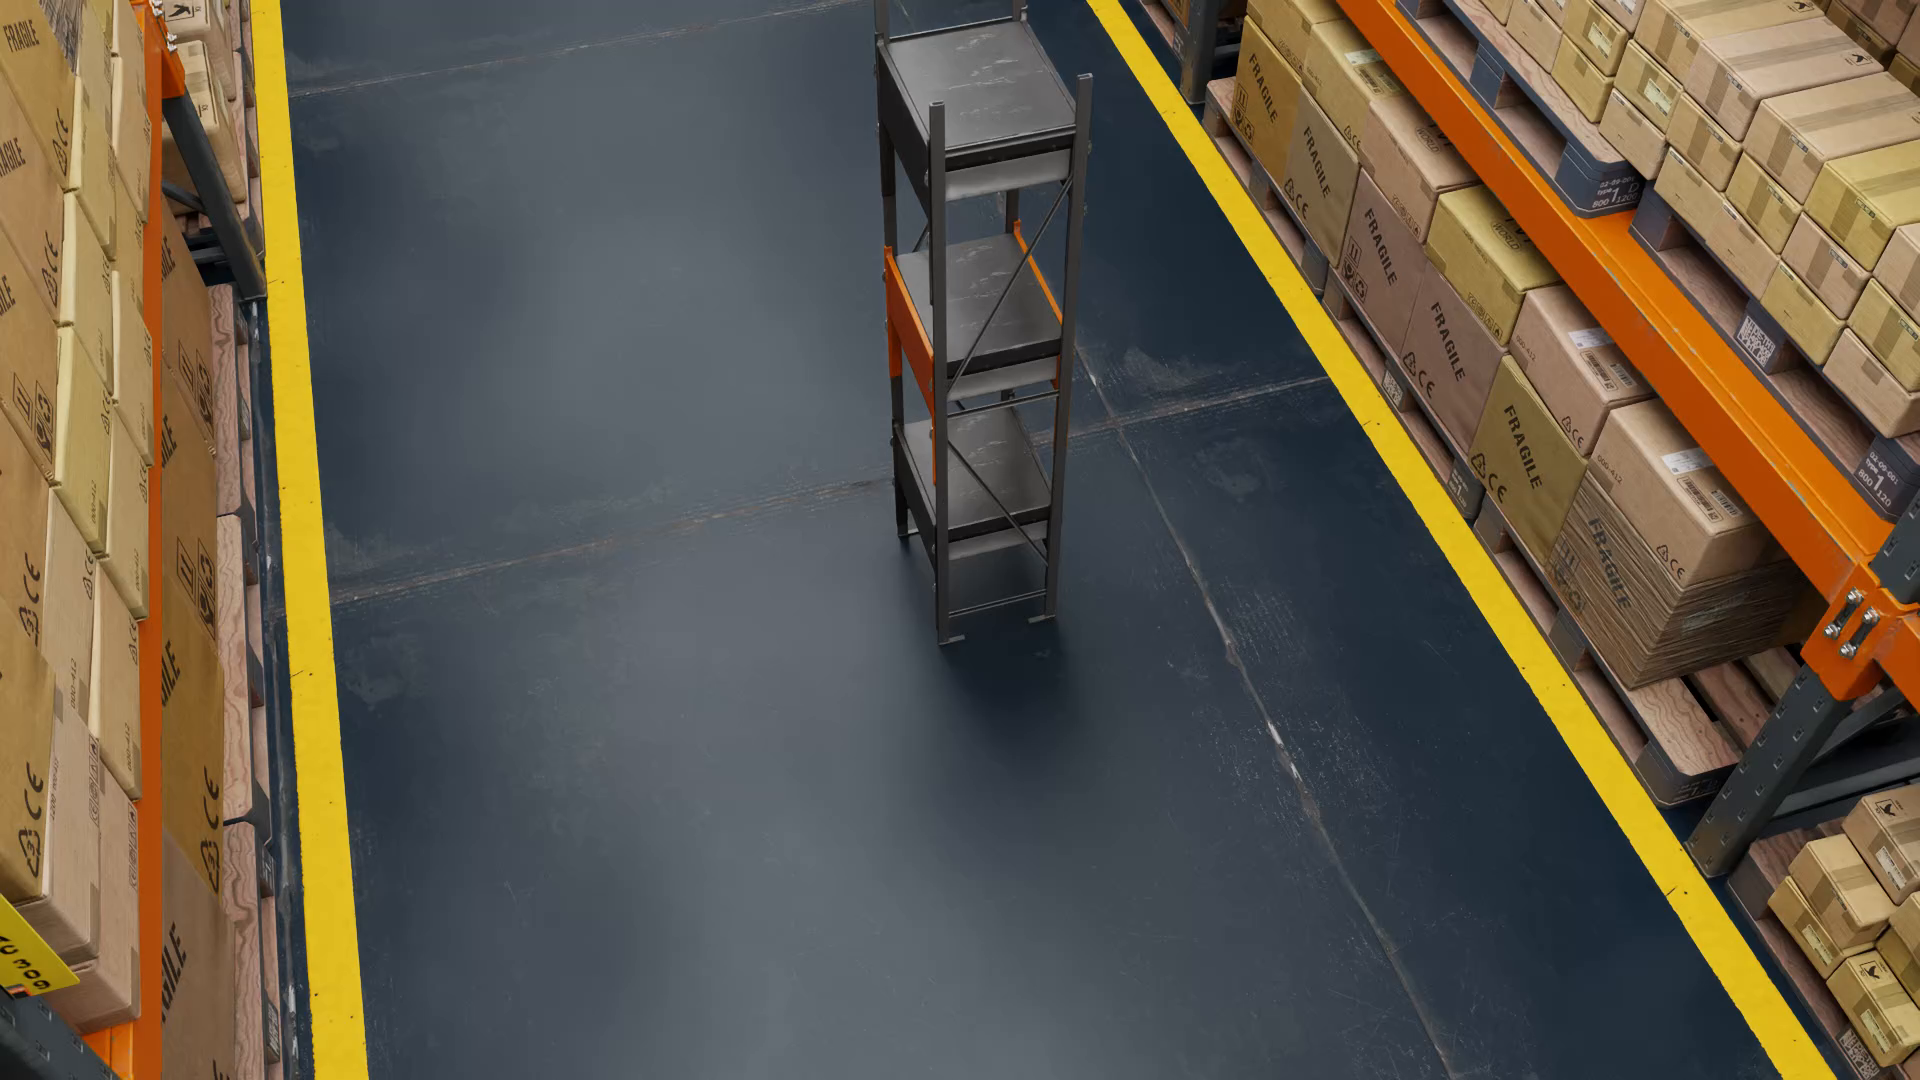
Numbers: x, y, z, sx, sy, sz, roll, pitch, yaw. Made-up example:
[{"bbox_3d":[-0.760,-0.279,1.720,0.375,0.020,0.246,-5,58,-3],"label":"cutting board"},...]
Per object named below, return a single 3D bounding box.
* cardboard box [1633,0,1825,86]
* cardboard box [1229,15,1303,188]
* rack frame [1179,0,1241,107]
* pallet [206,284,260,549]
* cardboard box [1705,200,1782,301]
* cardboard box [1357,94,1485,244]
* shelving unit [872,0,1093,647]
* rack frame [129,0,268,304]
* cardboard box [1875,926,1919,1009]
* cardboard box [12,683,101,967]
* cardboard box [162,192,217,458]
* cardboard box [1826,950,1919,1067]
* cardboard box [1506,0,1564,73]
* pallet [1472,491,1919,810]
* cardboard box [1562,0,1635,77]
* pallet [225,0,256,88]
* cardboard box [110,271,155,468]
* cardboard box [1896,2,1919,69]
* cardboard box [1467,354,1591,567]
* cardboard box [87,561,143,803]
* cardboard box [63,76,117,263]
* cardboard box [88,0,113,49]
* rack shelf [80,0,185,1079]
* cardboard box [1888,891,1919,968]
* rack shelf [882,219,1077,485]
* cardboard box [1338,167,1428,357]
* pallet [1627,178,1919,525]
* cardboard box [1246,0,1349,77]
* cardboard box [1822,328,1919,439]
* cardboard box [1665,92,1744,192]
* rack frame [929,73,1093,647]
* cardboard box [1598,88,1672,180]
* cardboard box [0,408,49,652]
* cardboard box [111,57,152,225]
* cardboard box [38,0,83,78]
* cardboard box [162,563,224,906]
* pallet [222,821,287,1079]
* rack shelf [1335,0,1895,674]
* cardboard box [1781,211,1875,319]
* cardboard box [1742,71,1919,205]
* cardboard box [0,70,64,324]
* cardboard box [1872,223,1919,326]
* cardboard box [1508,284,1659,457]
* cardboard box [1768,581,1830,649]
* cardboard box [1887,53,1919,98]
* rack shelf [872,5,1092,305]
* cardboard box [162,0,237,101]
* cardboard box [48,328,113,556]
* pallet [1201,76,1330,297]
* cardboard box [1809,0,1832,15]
[{"bbox_3d":[2.052,-1.373,4.446,0.380,0.149,0.250,-15,51,-12],"label":"cardboard box"},{"bbox_3d":[1.442,-1.798,6.664,0.500,0.500,0.500,-15,52,-13],"label":"cardboard box"},{"bbox_3d":[1.476,-3.043,6.353,1.000,3.000,0.127,-13,51,-11],"label":"rack frame"},{"bbox_3d":[-3.061,-0.358,5.914,1.003,0.211,1.213,-13,51,-11],"label":"pallet"},{"bbox_3d":[2.204,-0.793,4.346,0.380,0.149,0.250,-13,51,-11],"label":"cardboard box"},{"bbox_3d":[1.733,-1.321,5.771,0.500,0.250,0.500,-13,51,-11],"label":"cardboard box"},{"bbox_3d":[0.049,-0.556,4.845,0.431,2.100,0.503,-13,51,-11],"label":"shelving unit"},{"bbox_3d":[-3.222,-1.849,5.347,1.000,3.000,0.127,-13,51,-11],"label":"rack frame"},{"bbox_3d":[2.621,1.068,4.283,0.380,0.149,0.250,-13,51,-11],"label":"cardboard box"},{"bbox_3d":[-1.900,0.574,3.075,0.500,0.250,0.500,-15,51,-12],"label":"cardboard box"},{"bbox_3d":[-3.097,-0.777,5.558,0.875,0.875,0.875,-14,51,-11],"label":"cardboard box"},{"bbox_3d":[2.539,1.195,4.370,0.380,0.149,0.250,-12,51,-10],"label":"cardboard box"},{"bbox_3d":[1.886,-1.566,4.998,0.380,0.149,0.250,-15,51,-12],"label":"cardboard box"},{"bbox_3d":[2.428,0.209,5.435,1.003,0.211,1.213,-13,51,-11],"label":"pallet"},{"bbox_3d":[1.960,-1.479,4.730,0.380,0.149,0.250,-13,51,-11],"label":"cardboard box"},{"bbox_3d":[-3.809,-2.411,7.645,1.003,0.211,1.213,-13,51,-11],"label":"pallet"},{"bbox_3d":[-2.347,-0.383,4.209,0.500,0.250,0.500,-14,51,-12],"label":"cardboard box"},{"bbox_3d":[2.749,-1.332,4.411,0.380,0.149,0.250,-14,51,-11],"label":"cardboard box"},{"bbox_3d":[2.048,-0.309,5.409,0.500,0.500,0.500,-14,51,-12],"label":"cardboard box"},{"bbox_3d":[-2.072,0.362,3.581,0.500,0.250,0.500,-14,51,-12],"label":"cardboard box"},{"bbox_3d":[-2.510,-0.923,4.337,0.500,0.250,0.500,-15,51,-12],"label":"cardboard box"},{"bbox_3d":[-2.836,-1.666,4.964,0.500,0.250,0.500,-13,51,-11],"label":"cardboard box"},{"bbox_3d":[-2.631,-0.157,4.391,1.077,0.370,4.000,-13,51,-11],"label":"rack shelf"},{"bbox_3d":[2.588,0.984,4.160,0.380,0.149,0.250,-11,51,-9],"label":"cardboard box"},{"bbox_3d":[0.049,-0.547,4.856,0.431,0.518,0.480,-13,51,-11],"label":"rack shelf"},{"bbox_3d":[1.750,-1.058,6.040,0.500,0.500,0.500,-14,51,-12],"label":"cardboard box"},{"bbox_3d":[2.572,-0.650,4.462,1.003,0.211,1.213,-13,51,-11],"label":"pallet"},{"bbox_3d":[1.449,-2.056,6.391,0.500,0.250,0.500,-15,52,-13],"label":"cardboard box"},{"bbox_3d":[2.353,-0.421,4.032,0.380,0.149,0.250,-14,51,-12],"label":"cardboard box"},{"bbox_3d":[2.118,-1.090,4.402,0.380,0.149,0.250,-15,51,-12],"label":"cardboard box"},{"bbox_3d":[0.121,-0.378,4.695,0.400,2.100,0.015,-13,51,-11],"label":"rack frame"},{"bbox_3d":[2.042,-1.178,4.671,0.380,0.149,0.250,-15,52,-13],"label":"cardboard box"},{"bbox_3d":[-2.072,-0.034,3.098,0.500,0.500,0.500,-14,51,-11],"label":"cardboard box"},{"bbox_3d":[-2.659,-1.121,4.831,0.500,0.250,0.500,-12,51,-10],"label":"cardboard box"},{"bbox_3d":[-2.660,-1.513,4.344,0.500,0.500,0.500,-13,51,-10],"label":"cardboard box"},{"bbox_3d":[-2.574,0.529,4.457,0.875,0.875,0.875,-12,51,-10],"label":"cardboard box"},{"bbox_3d":[-2.340,1.424,4.411,1.003,0.211,1.213,-13,51,-11],"label":"pallet"},{"bbox_3d":[2.068,-1.350,5.397,1.077,0.370,4.000,-13,51,-11],"label":"rack shelf"},{"bbox_3d":[2.274,-0.709,4.081,0.380,0.149,0.250,-13,51,-11],"label":"cardboard box"},{"bbox_3d":[2.199,-1.001,4.133,0.380,0.149,0.250,-15,51,-12],"label":"cardboard box"},{"bbox_3d":[-2.377,-0.777,3.724,0.500,0.500,0.500,-14,51,-12],"label":"cardboard box"},{"bbox_3d":[2.354,-0.616,3.808,0.380,0.149,0.250,-11,51,-9],"label":"cardboard box"},{"bbox_3d":[2.058,-0.558,5.128,0.500,0.250,0.500,-11,51,-9],"label":"cardboard box"},{"bbox_3d":[2.694,-0.050,5.191,0.500,0.500,0.500,-12,51,-10],"label":"cardboard box"},{"bbox_3d":[2.750,-1.230,4.520,0.380,0.149,0.250,-15,52,-13],"label":"cardboard box"},{"bbox_3d":[0.049,-0.998,4.321,0.431,0.518,0.480,-13,51,-11],"label":"rack shelf"},{"bbox_3d":[-3.606,-2.090,6.994,0.950,0.372,0.625,-14,51,-12],"label":"cardboard box"},{"bbox_3d":[-2.205,-0.175,3.707,0.500,0.250,0.500,-13,51,-11],"label":"cardboard box"},{"bbox_3d":[1.706,-1.573,6.938,1.003,0.211,1.213,-13,51,-11],"label":"pallet"},{"bbox_3d":[2.589,-1.620,4.849,0.380,0.149,0.250,-14,51,-12],"label":"cardboard box"}]
